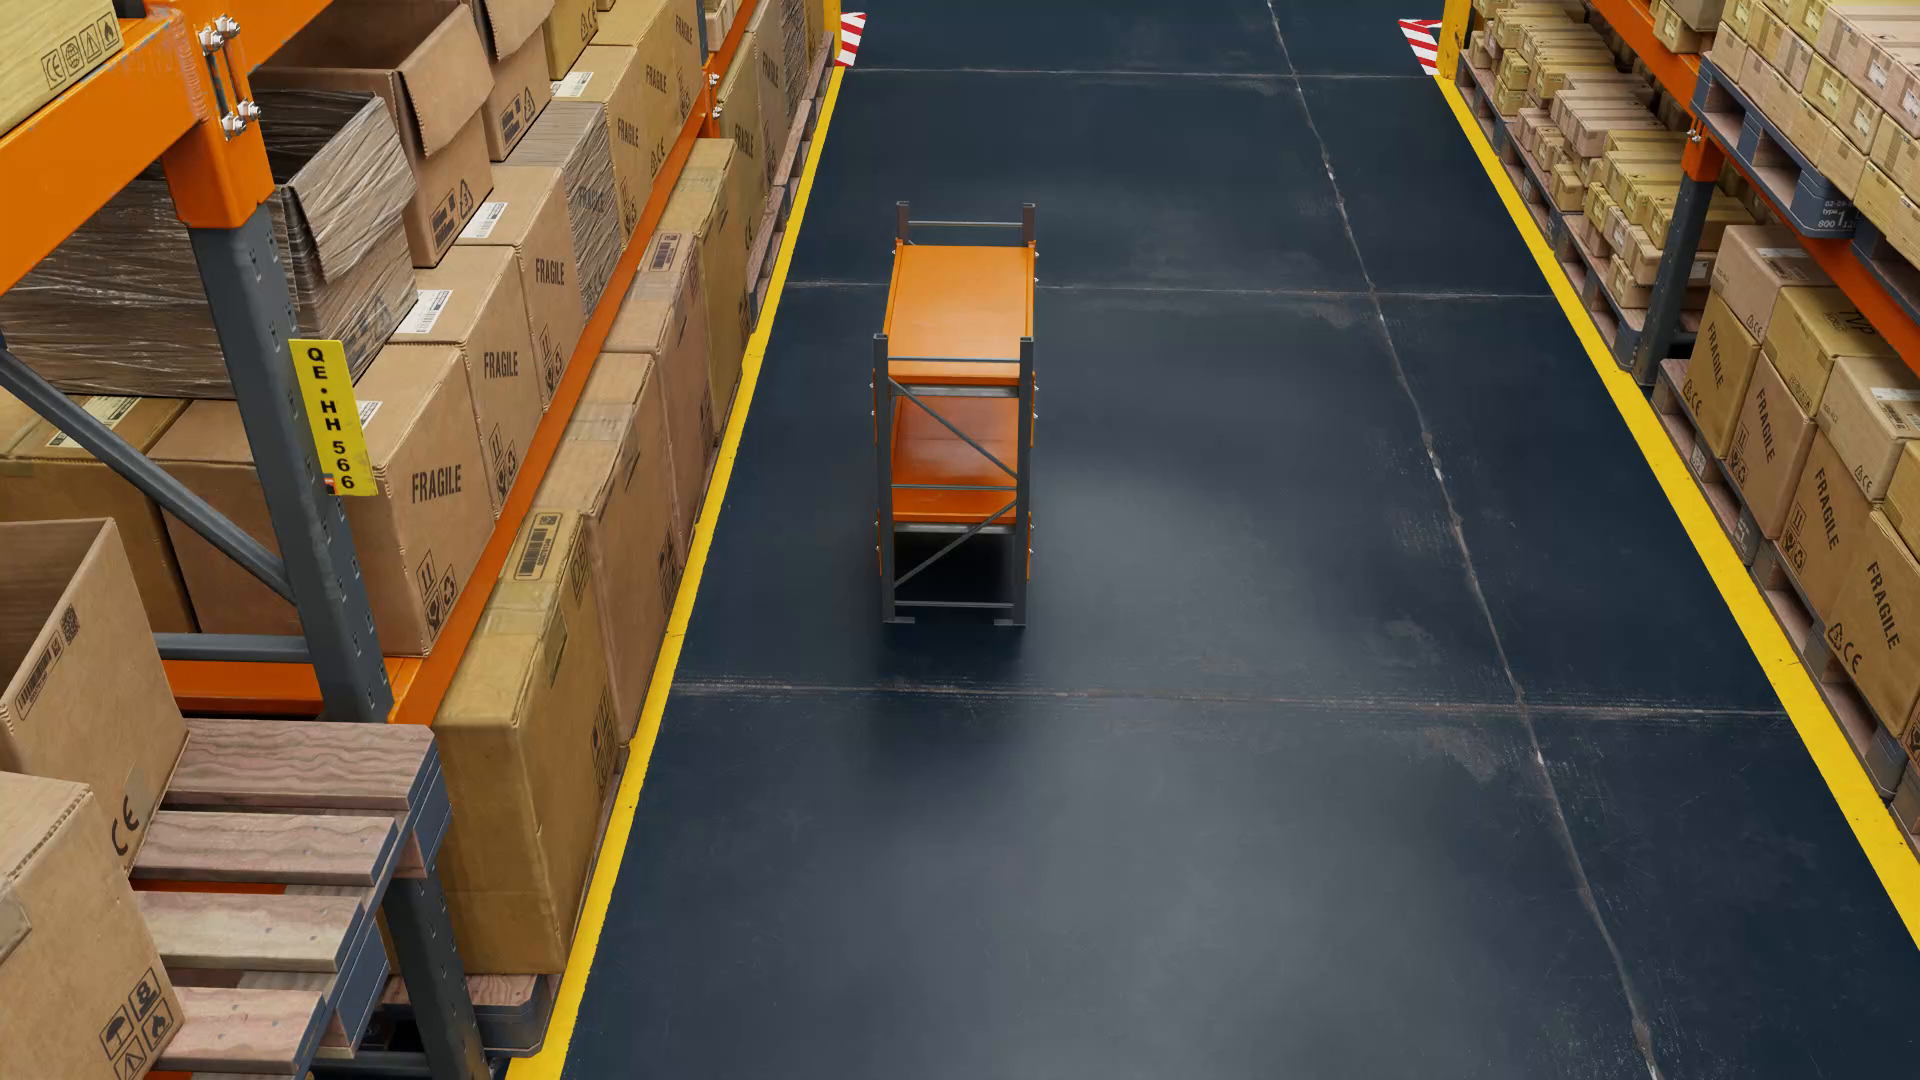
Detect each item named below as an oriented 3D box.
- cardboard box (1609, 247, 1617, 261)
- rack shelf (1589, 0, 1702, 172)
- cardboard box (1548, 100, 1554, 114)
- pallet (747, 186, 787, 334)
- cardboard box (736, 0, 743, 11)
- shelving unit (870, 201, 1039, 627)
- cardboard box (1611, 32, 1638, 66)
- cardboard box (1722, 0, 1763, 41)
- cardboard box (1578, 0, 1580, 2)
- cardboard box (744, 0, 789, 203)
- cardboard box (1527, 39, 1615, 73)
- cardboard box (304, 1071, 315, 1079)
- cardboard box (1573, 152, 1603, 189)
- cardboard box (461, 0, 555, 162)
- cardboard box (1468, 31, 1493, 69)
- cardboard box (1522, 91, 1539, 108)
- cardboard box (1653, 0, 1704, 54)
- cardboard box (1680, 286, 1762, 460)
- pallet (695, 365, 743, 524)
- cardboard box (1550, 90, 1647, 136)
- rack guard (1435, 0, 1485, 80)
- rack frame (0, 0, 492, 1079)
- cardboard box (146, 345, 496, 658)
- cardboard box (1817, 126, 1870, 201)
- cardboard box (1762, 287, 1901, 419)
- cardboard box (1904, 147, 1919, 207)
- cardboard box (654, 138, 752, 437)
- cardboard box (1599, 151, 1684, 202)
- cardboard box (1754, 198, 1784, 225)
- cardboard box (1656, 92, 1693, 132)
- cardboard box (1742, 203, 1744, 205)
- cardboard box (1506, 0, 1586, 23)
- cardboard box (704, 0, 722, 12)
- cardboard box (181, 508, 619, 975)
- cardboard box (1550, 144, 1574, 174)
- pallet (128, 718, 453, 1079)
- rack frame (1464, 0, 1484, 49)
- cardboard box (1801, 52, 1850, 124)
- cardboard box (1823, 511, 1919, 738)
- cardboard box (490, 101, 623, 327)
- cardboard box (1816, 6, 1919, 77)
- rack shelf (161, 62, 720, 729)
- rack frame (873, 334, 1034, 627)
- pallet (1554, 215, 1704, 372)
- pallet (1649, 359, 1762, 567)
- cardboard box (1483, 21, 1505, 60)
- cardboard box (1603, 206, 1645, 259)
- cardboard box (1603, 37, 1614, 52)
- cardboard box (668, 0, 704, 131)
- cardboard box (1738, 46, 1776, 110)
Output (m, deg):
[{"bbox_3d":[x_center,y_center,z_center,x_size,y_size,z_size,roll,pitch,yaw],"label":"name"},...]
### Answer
[{"bbox_3d":[3.203,-1.295,7.598,0.380,0.149,0.250,2,35,3],"label":"cardboard box"},{"bbox_3d":[3.514,-2.763,8.199,1.077,0.370,4.000,1,35,2],"label":"rack shelf"},{"bbox_3d":[3.324,-2.284,8.746,0.380,0.149,0.250,3,35,4],"label":"cardboard box"},{"bbox_3d":[-1.410,-1.375,8.024,1.003,0.211,1.213,1,35,2],"label":"pallet"},{"bbox_3d":[-1.154,-2.443,7.336,0.380,0.149,0.250,2,35,3],"label":"cardboard box"},{"bbox_3d":[0.000,-0.464,5.932,0.538,1.125,1.048,1,35,2],"label":"shelving unit"},{"bbox_3d":[3.802,-2.704,9.085,0.380,0.149,0.250,0,35,0],"label":"cardboard box"},{"bbox_3d":[2.958,-1.884,5.916,0.380,0.149,0.250,2,35,3],"label":"cardboard box"},{"bbox_3d":[3.826,-3.146,9.714,0.380,0.149,0.250,2,35,2],"label":"cardboard box"},{"bbox_3d":[-1.376,-2.278,8.366,0.875,0.875,0.875,1,35,2],"label":"cardboard box"},{"bbox_3d":[3.257,-2.556,8.875,0.380,0.149,0.250,3,35,4],"label":"cardboard box"},{"bbox_3d":[-1.686,1.445,3.377,0.700,0.500,0.500,0,35,-1],"label":"cardboard box"},{"bbox_3d":[3.219,-1.823,8.091,0.380,0.149,0.250,2,35,3],"label":"cardboard box"},{"bbox_3d":[-1.584,-1.414,4.694,0.797,0.503,0.637,2,35,3],"label":"cardboard box"},{"bbox_3d":[3.253,-2.919,9.908,0.380,0.149,0.250,2,35,3],"label":"cardboard box"},{"bbox_3d":[3.287,-2.330,9.071,0.380,0.149,0.250,1,35,2],"label":"cardboard box"},{"bbox_3d":[3.113,-2.126,6.885,0.380,0.149,0.250,0,35,1],"label":"cardboard box"},{"bbox_3d":[3.139,-0.639,6.360,0.500,0.500,0.500,3,35,4],"label":"cardboard box"},{"bbox_3d":[-1.474,-0.495,6.771,1.003,0.211,1.213,1,35,2],"label":"pallet"},{"bbox_3d":[3.167,-2.119,8.253,0.380,0.149,0.250,0,35,0],"label":"cardboard box"},{"bbox_3d":[3.591,-3.140,10.284,1.175,0.500,0.348,1,35,2],"label":"rack guard"},{"bbox_3d":[-1.676,0.217,3.333,0.949,2.616,0.053,1,35,2],"label":"rack frame"},{"bbox_3d":[-1.388,-0.097,3.692,0.500,0.500,0.500,2,35,3],"label":"cardboard box"},{"bbox_3d":[2.918,-1.169,5.157,0.380,0.149,0.250,0,35,0],"label":"cardboard box"},{"bbox_3d":[3.121,-0.640,5.709,0.500,0.250,0.500,2,35,3],"label":"cardboard box"},{"bbox_3d":[2.898,-0.985,4.638,0.380,0.149,0.250,1,35,1],"label":"cardboard box"},{"bbox_3d":[-1.524,-1.016,6.569,1.225,0.875,0.875,1,35,2],"label":"cardboard box"},{"bbox_3d":[3.161,-1.659,7.598,0.380,0.149,0.250,1,35,1],"label":"cardboard box"},{"bbox_3d":[3.654,-1.351,7.160,0.380,0.149,0.250,3,35,4],"label":"cardboard box"},{"bbox_3d":[3.694,-2.107,8.236,0.380,0.149,0.250,0,35,0],"label":"cardboard box"},{"bbox_3d":[3.662,-1.525,7.667,0.380,0.149,0.250,1,35,2],"label":"cardboard box"},{"bbox_3d":[3.343,-3.001,9.509,0.380,0.149,0.250,2,35,3],"label":"cardboard box"},{"bbox_3d":[-1.238,-2.406,6.936,0.500,0.250,0.500,1,35,1],"label":"cardboard box"},{"bbox_3d":[-1.630,0.518,4.386,1.225,0.875,0.875,0,35,0],"label":"cardboard box"},{"bbox_3d":[3.228,-1.890,8.445,0.380,0.149,0.250,2,35,3],"label":"cardboard box"},{"bbox_3d":[-1.601,0.707,2.802,1.213,0.211,1.003,1,35,2],"label":"pallet"},{"bbox_3d":[3.594,-4.207,9.627,1.000,3.000,0.127,1,35,2],"label":"rack frame"},{"bbox_3d":[2.930,-1.437,5.281,0.380,0.149,0.250,0,35,0],"label":"cardboard box"},{"bbox_3d":[3.068,0.254,5.089,0.500,0.500,0.500,0,35,0],"label":"cardboard box"},{"bbox_3d":[-1.330,-0.975,4.942,0.500,0.500,0.500,1,35,2],"label":"cardboard box"},{"bbox_3d":[2.928,-1.554,5.189,0.380,0.149,0.250,1,35,1],"label":"cardboard box"},{"bbox_3d":[-1.599,-0.638,5.175,1.077,0.370,4.000,1,35,2],"label":"rack shelf"},{"bbox_3d":[-0.020,-0.172,5.517,0.500,1.125,0.032,1,35,2],"label":"rack frame"},{"bbox_3d":[3.425,-1.154,7.709,1.003,0.211,1.213,1,35,2],"label":"pallet"},{"bbox_3d":[3.404,-0.320,6.522,1.003,0.211,1.213,1,35,2],"label":"pallet"},{"bbox_3d":[3.249,-2.883,9.599,0.380,0.149,0.250,1,35,2],"label":"cardboard box"},{"bbox_3d":[3.127,-1.380,7.460,0.380,0.149,0.250,0,35,0],"label":"cardboard box"},{"bbox_3d":[3.839,-2.726,9.375,0.380,0.149,0.250,0,35,0],"label":"cardboard box"},{"bbox_3d":[-1.264,-1.847,6.183,0.500,0.500,0.500,1,35,2],"label":"cardboard box"},{"bbox_3d":[2.953,-1.603,5.775,0.380,0.149,0.250,2,35,3],"label":"cardboard box"}]
